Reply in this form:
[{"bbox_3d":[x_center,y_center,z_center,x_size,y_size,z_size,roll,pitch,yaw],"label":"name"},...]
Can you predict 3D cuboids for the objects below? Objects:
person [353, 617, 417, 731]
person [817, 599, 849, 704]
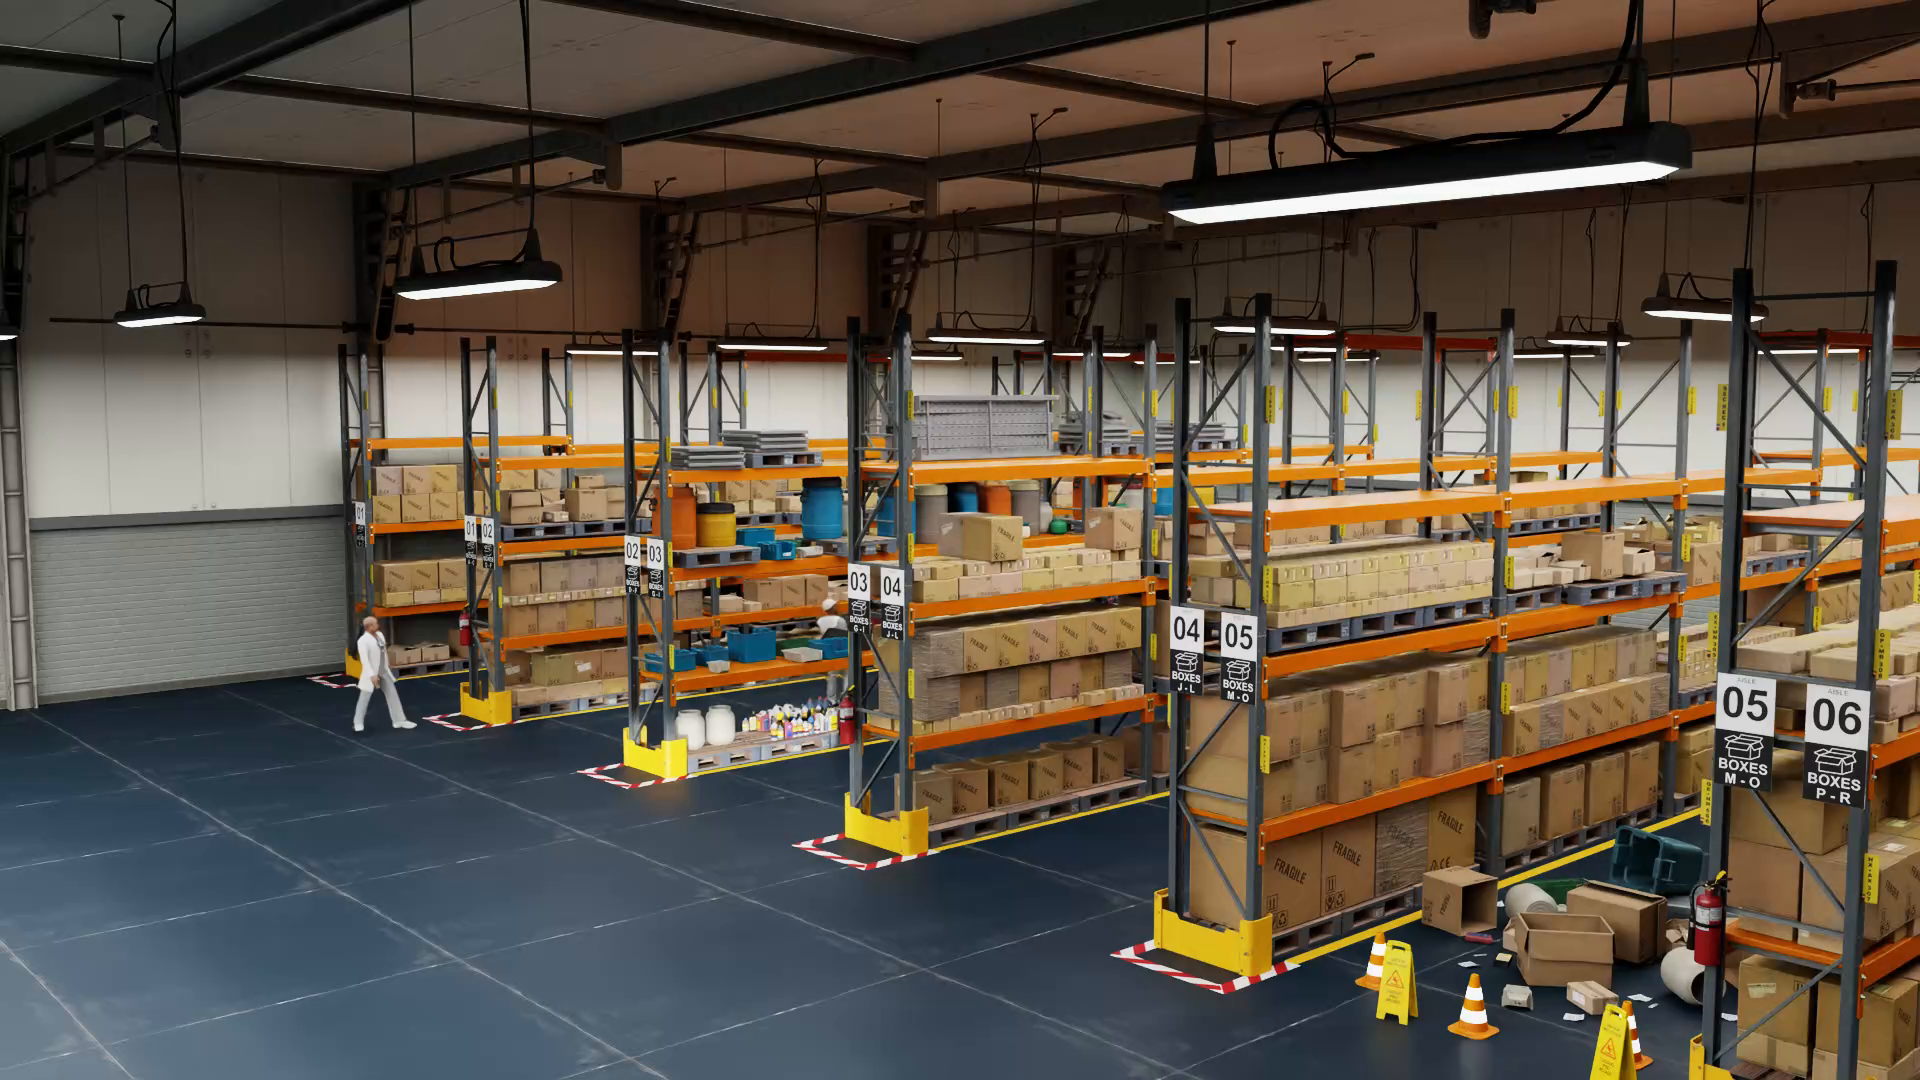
[{"bbox_3d":[-8.825,2.023,25.253,0.866,1.745,0.679,3,6,30],"label":"person"},{"bbox_3d":[-2.042,1.847,27.159,0.562,1.806,0.583,1,5,8],"label":"person"}]
